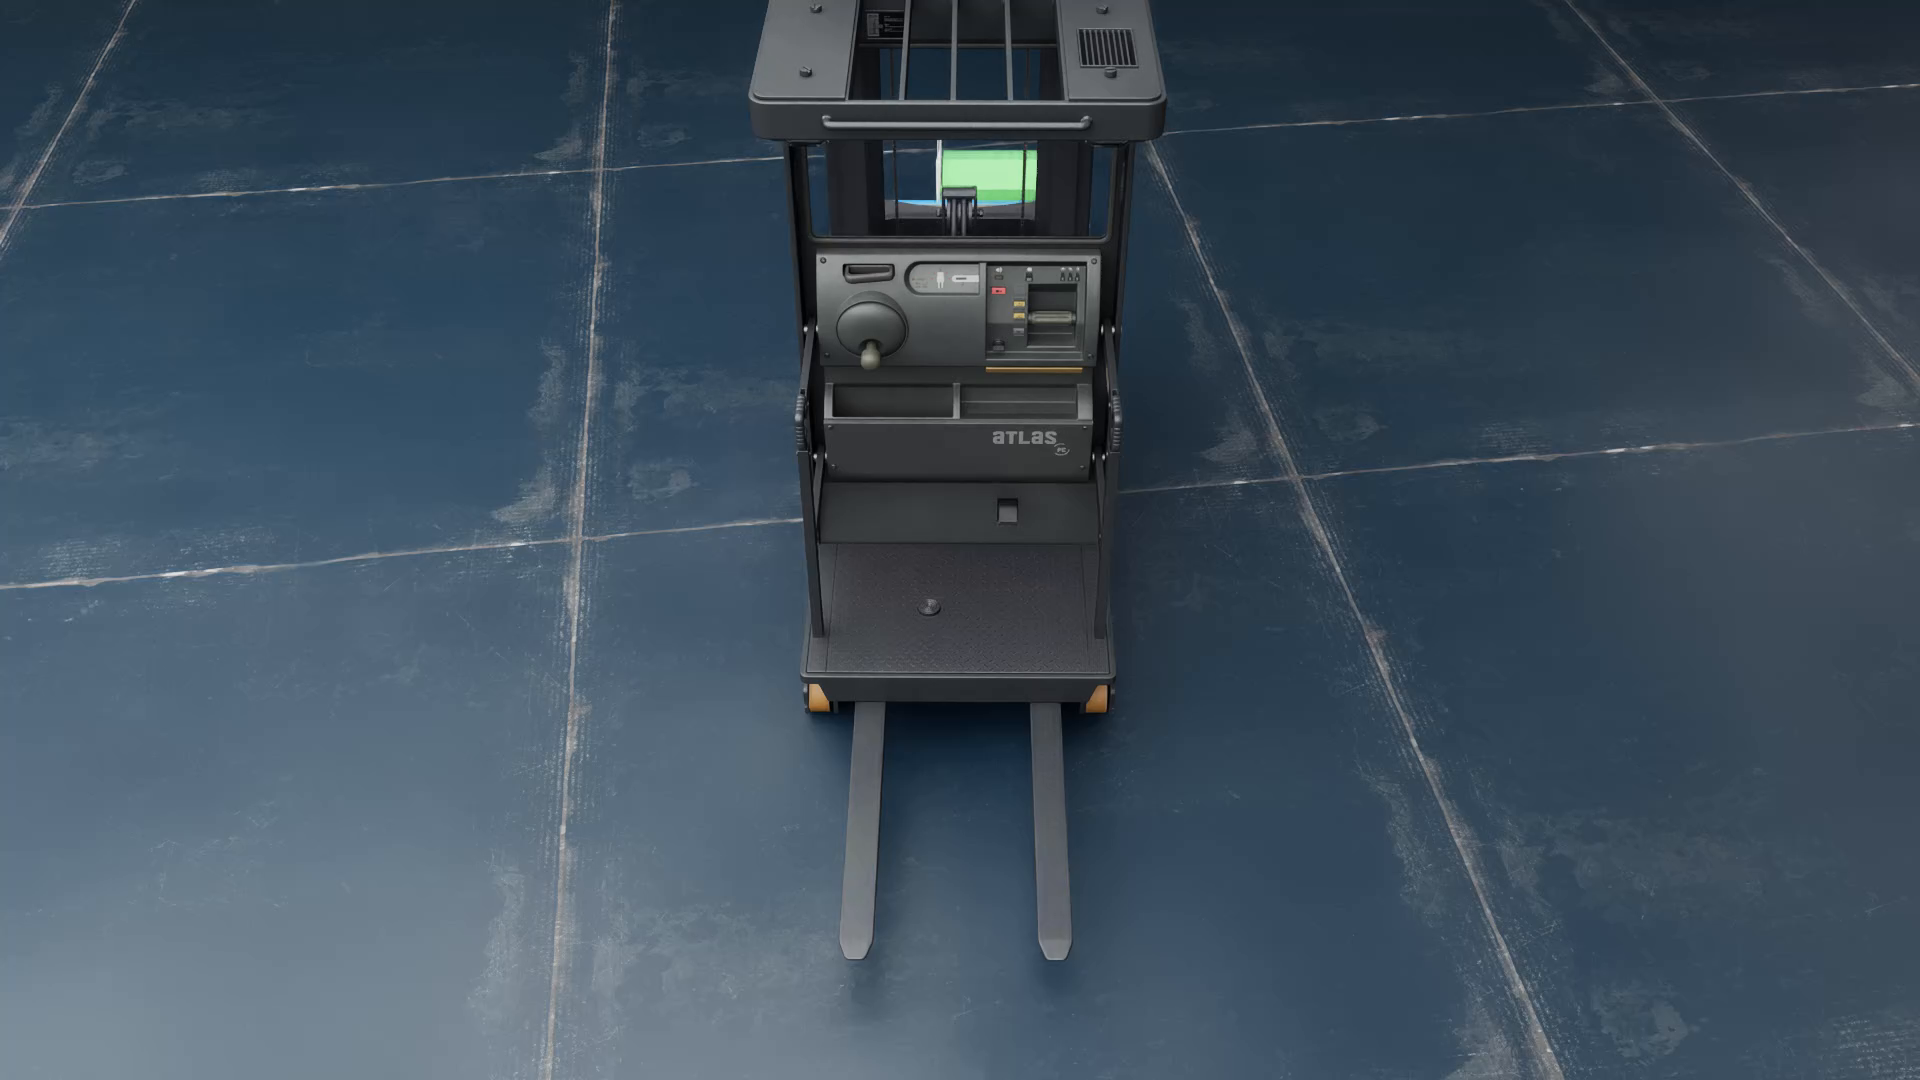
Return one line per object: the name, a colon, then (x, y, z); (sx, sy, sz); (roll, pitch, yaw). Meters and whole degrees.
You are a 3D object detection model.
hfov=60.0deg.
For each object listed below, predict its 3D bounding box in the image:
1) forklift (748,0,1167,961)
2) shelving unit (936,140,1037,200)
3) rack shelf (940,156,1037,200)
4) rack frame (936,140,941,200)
forklift: (-0.004, -0.672, 5.306); (1.130, 2.935, 3.031); (0, 42, 0)
shelving unit: (0.158, -1.142, 7.120); (0.503, 1.200, 0.258); (0, 42, 0)
rack shelf: (0.158, -1.451, 6.841); (0.480, 0.148, 0.258); (0, 42, 0)
rack frame: (-0.086, -1.143, 7.121); (0.015, 1.200, 0.240); (0, 42, 0)
